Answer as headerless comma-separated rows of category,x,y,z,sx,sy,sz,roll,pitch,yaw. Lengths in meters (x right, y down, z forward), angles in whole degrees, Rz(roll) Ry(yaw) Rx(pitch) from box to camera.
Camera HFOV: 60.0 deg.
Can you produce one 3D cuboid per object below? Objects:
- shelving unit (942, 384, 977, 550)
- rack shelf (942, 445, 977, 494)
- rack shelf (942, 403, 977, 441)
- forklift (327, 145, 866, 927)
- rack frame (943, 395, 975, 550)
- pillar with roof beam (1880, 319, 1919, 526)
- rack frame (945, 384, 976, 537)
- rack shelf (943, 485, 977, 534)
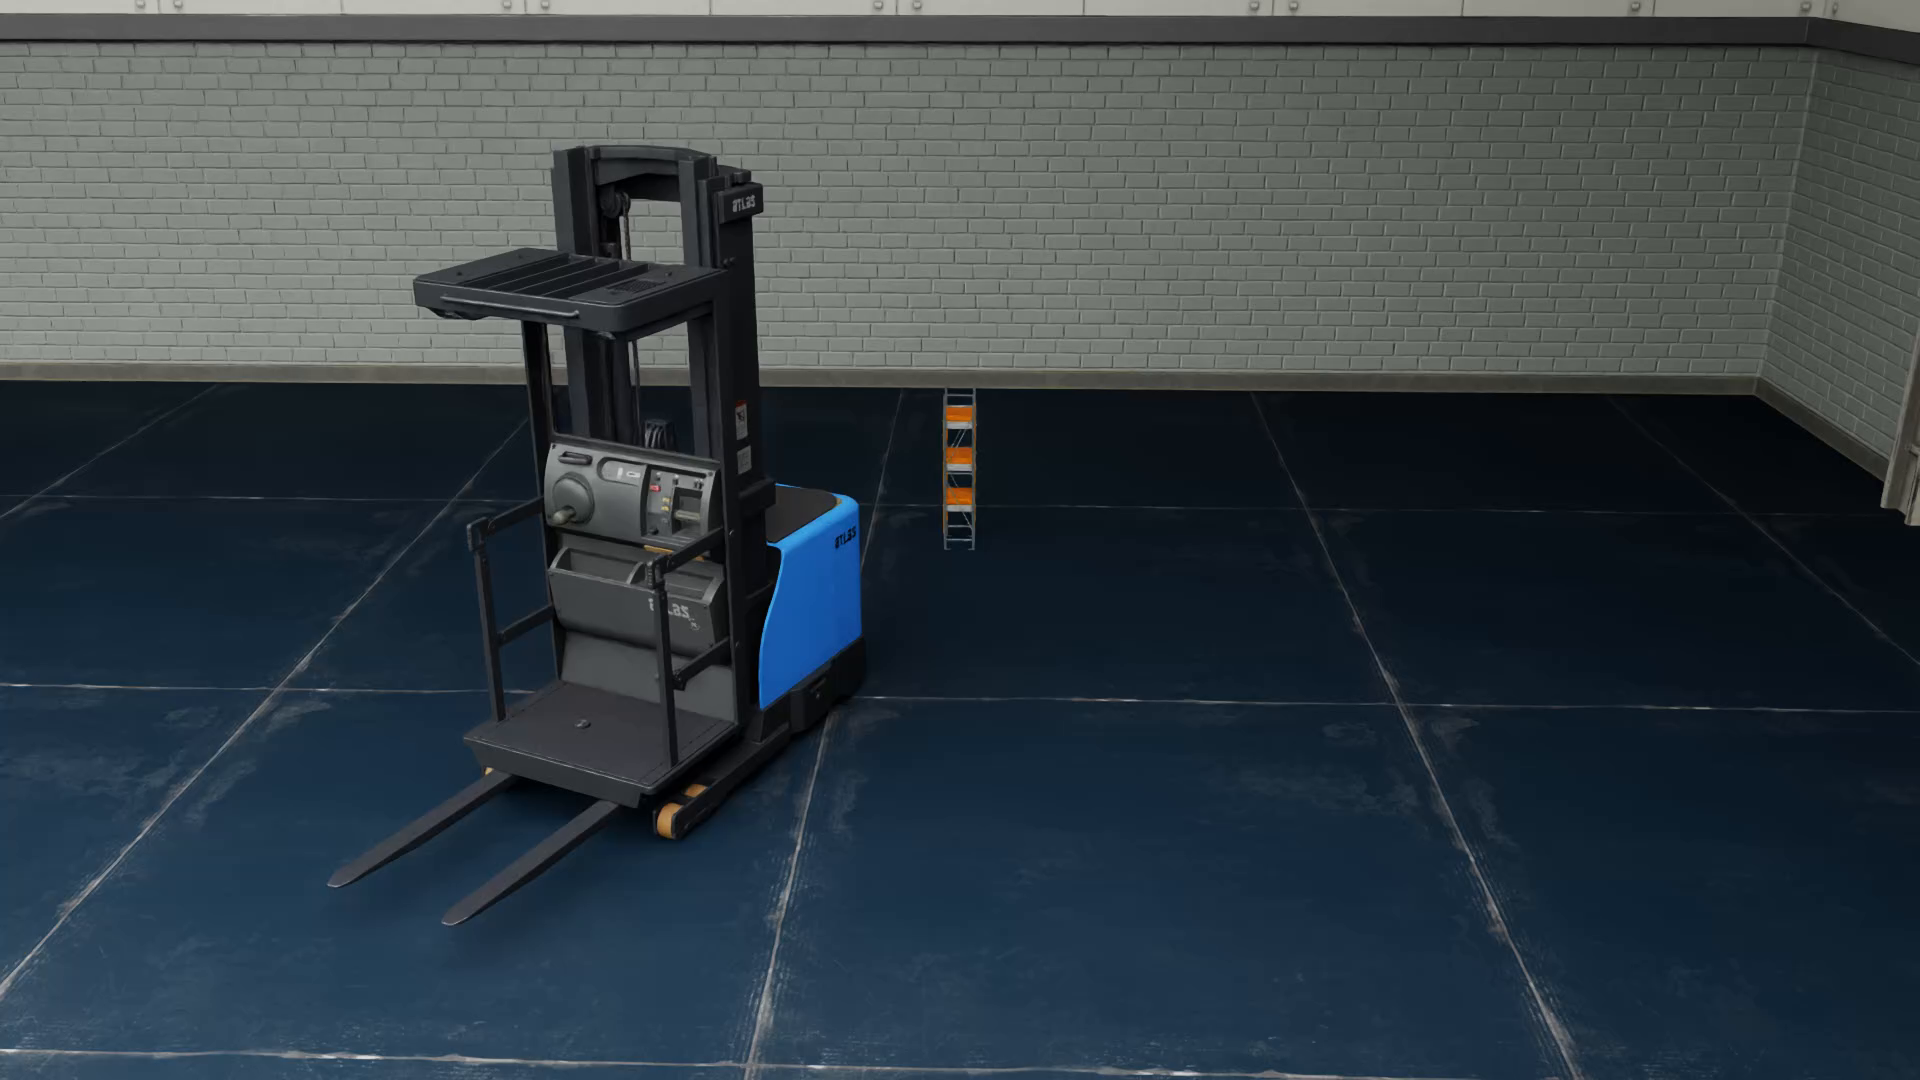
shelving unit,-0.002,-0.470,10.789,0.215,1.050,0.252,1,21,2
rack shelf,-0.002,-0.460,10.793,0.215,0.259,0.240,1,21,2
rack shelf,-0.002,-0.725,10.690,0.215,0.259,0.240,1,21,2
forklift,-1.615,-0.190,7.468,1.130,2.935,3.031,10,23,25
rack frame,-0.005,-0.426,10.675,0.200,1.050,0.008,1,21,2
pillar with roof beam,2.288,-4.412,9.960,9.100,9.000,0.400,1,21,2
rack frame,0.002,-0.514,10.903,0.200,1.050,0.008,1,21,2
rack shelf,-0.002,-0.201,10.894,0.215,0.259,0.240,1,21,2
